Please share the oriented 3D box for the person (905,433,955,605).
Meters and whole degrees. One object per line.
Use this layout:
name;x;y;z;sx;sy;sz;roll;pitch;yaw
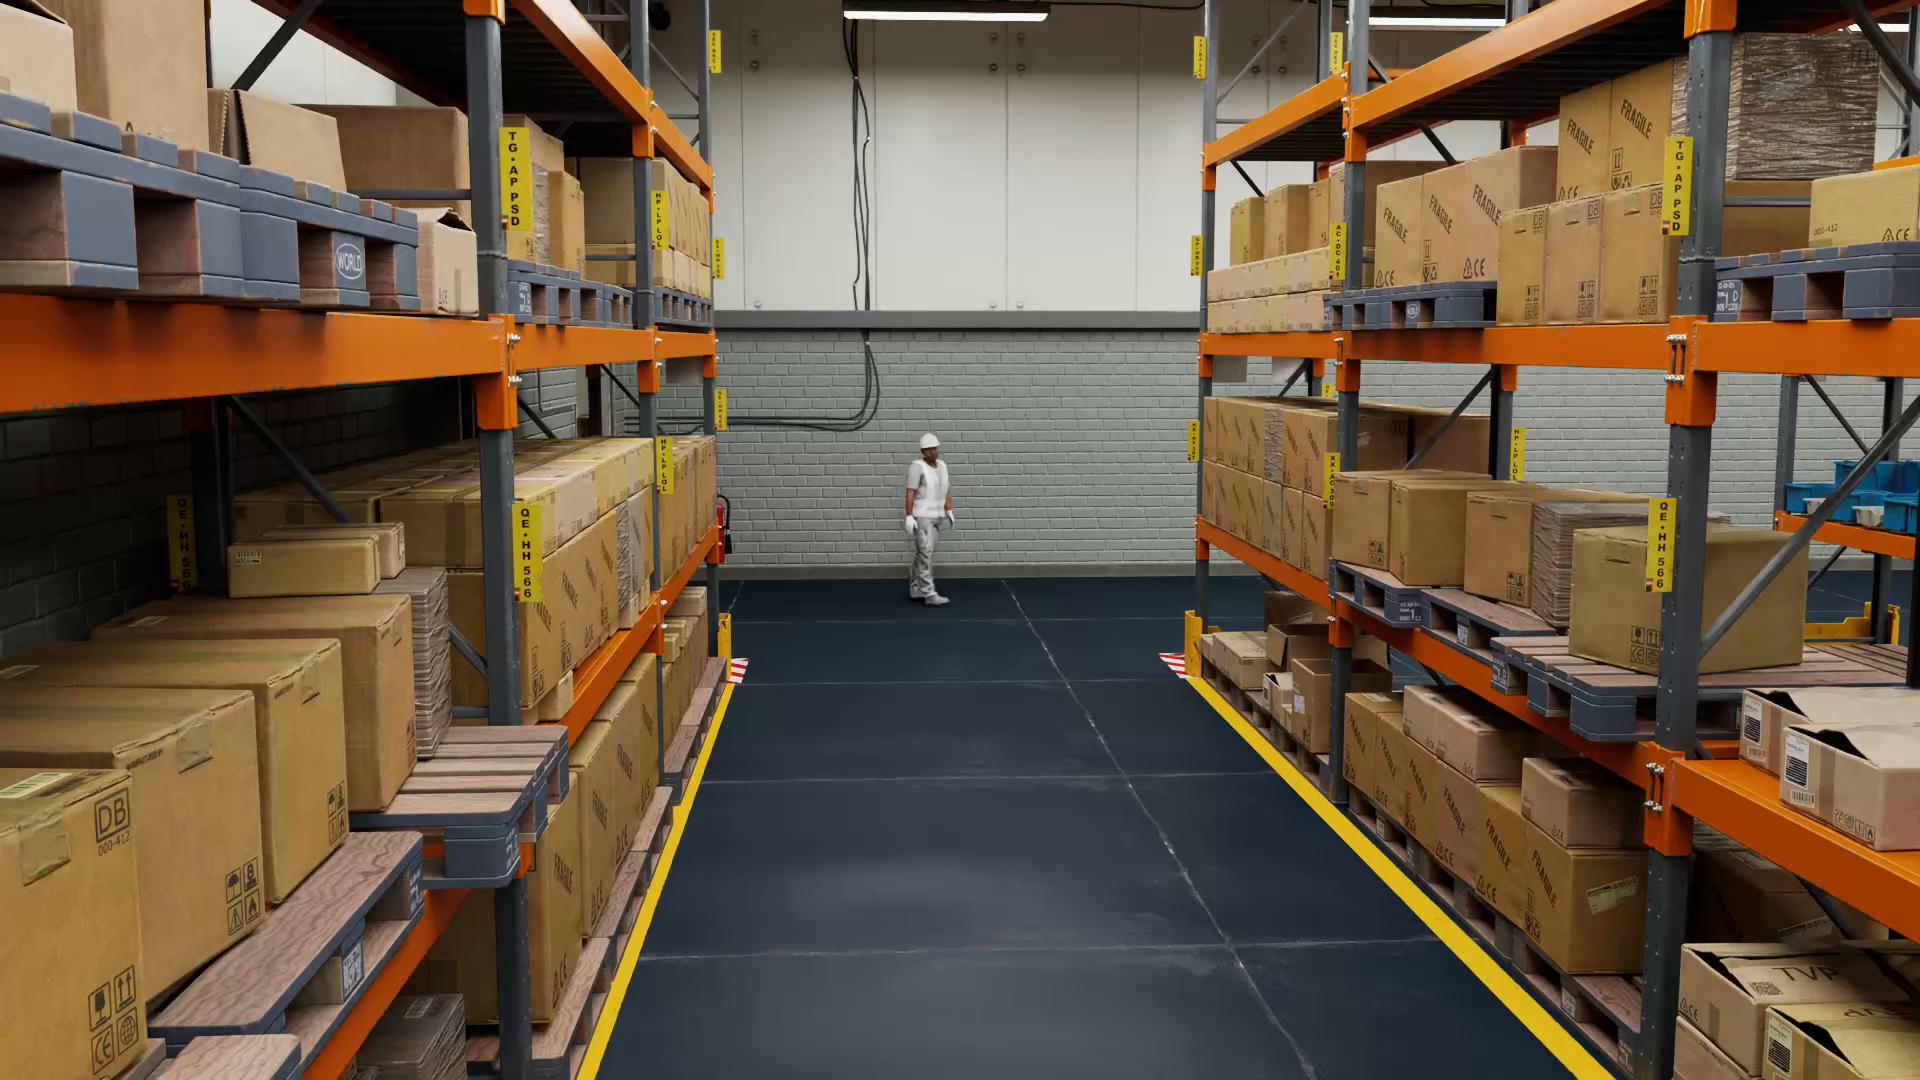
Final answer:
person;-0.318;-0.225;17.390;0.653;1.780;0.638;4;8;33
